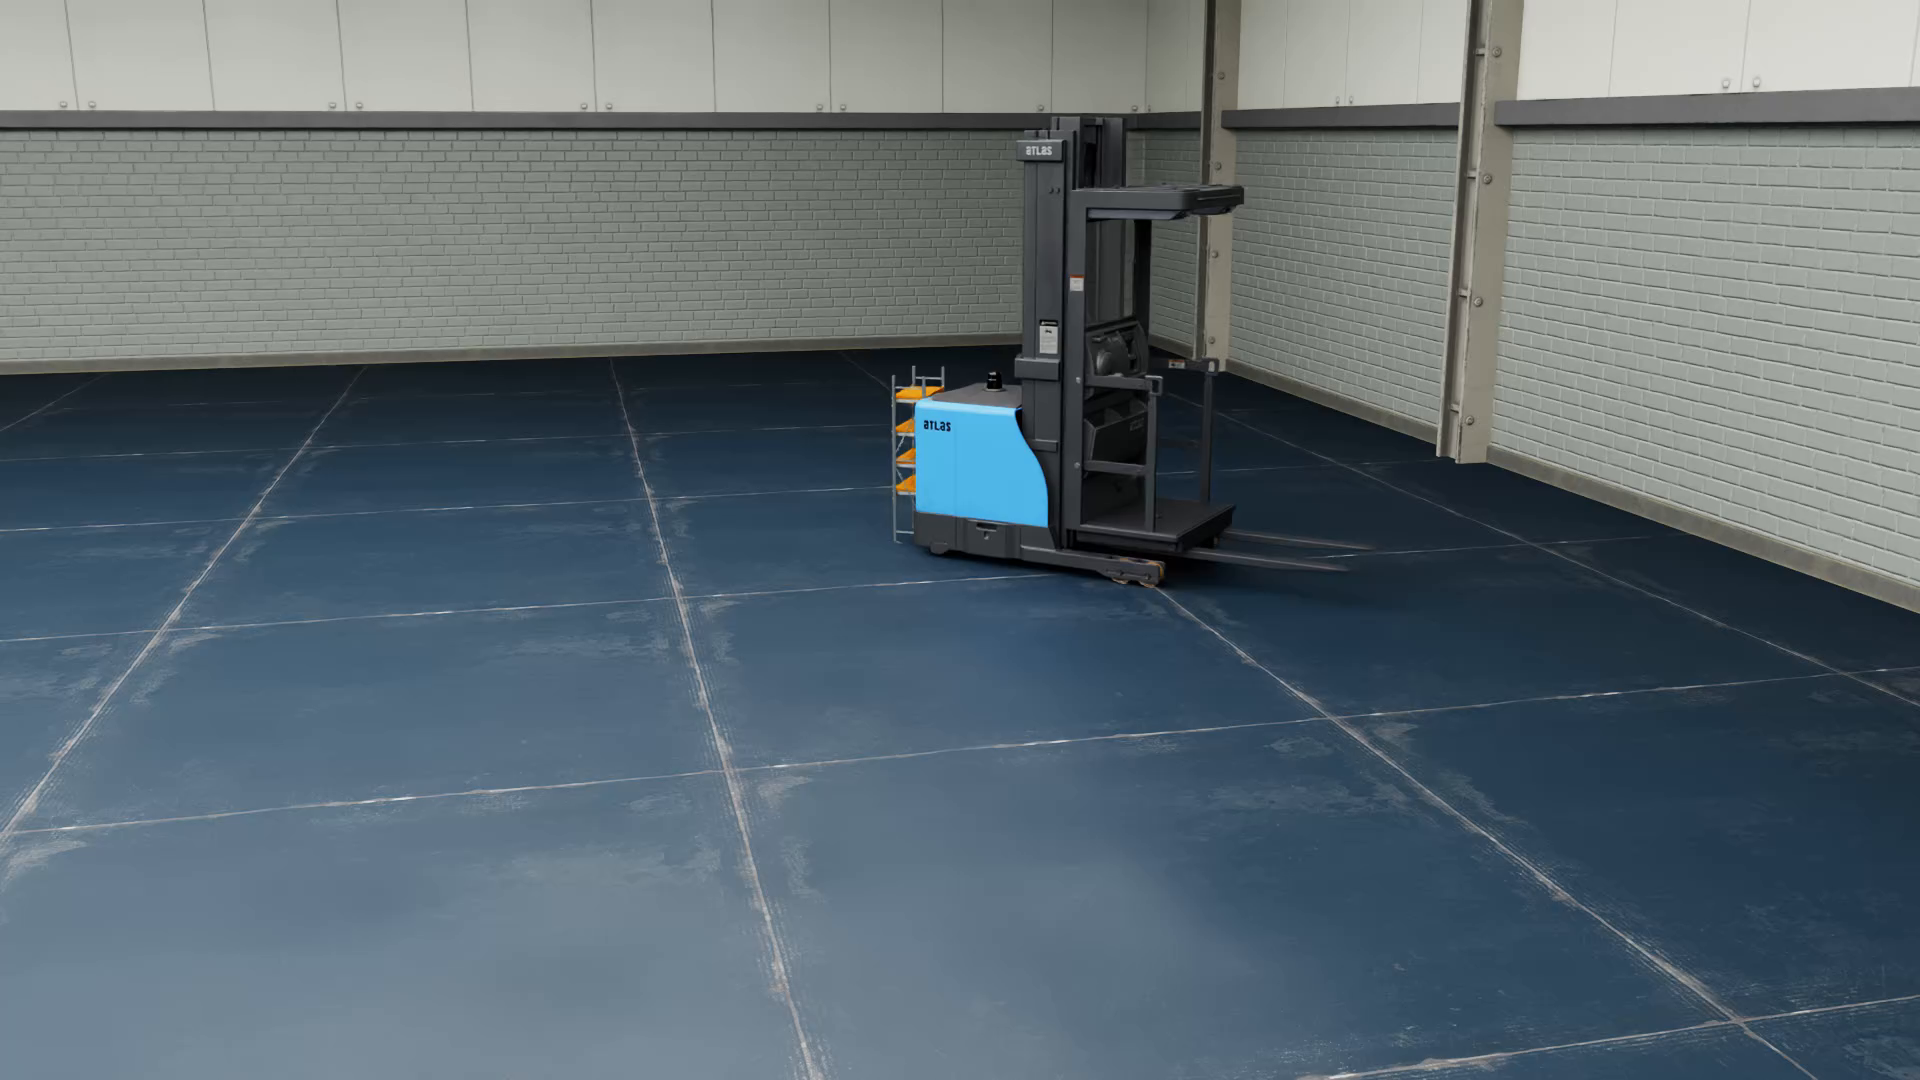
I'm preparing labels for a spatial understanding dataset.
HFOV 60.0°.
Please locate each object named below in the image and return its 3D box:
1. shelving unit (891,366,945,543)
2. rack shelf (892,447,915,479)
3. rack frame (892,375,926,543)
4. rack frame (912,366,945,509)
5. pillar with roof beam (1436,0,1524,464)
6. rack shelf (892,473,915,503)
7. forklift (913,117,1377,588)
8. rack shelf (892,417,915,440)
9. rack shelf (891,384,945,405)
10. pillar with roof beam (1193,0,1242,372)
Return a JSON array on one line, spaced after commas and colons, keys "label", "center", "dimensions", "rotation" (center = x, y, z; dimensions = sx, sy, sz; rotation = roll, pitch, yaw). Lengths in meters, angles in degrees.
[{"label": "shelving unit", "center": [-0.292, -0.613, 11.907], "dimensions": [0.258, 1.200, 0.503], "rotation": [4, 14, 15]}, {"label": "rack shelf", "center": [-0.292, -0.547, 11.923], "dimensions": [0.258, 0.148, 0.480], "rotation": [4, 14, 15]}, {"label": "rack frame", "center": [-0.356, -0.557, 11.678], "dimensions": [0.240, 1.200, 0.015], "rotation": [4, 14, 15]}, {"label": "rack frame", "center": [-0.228, -0.669, 12.136], "dimensions": [0.240, 1.200, 0.015], "rotation": [4, 14, 15]}, {"label": "pillar with roof beam", "center": [0.320, -4.861, 12.861], "dimensions": [9.100, 9.000, 0.400], "rotation": [-3, 14, -13]}, {"label": "rack shelf", "center": [-0.292, -0.354, 11.970], "dimensions": [0.258, 0.148, 0.480], "rotation": [4, 14, 15]}, {"label": "forklift", "center": [1.219, -1.262, 10.916], "dimensions": [3.031, 2.935, 1.130], "rotation": [7, 16, 28]}, {"label": "rack shelf", "center": [-0.292, -0.765, 11.870], "dimensions": [0.258, 0.148, 0.480], "rotation": [4, 14, 15]}, {"label": "rack shelf", "center": [-0.292, -0.994, 11.814], "dimensions": [0.258, 0.148, 0.480], "rotation": [4, 14, 15]}, {"label": "pillar with roof beam", "center": [-1.089, -6.245, 18.527], "dimensions": [9.100, 9.000, 0.400], "rotation": [-3, 14, -13]}]
